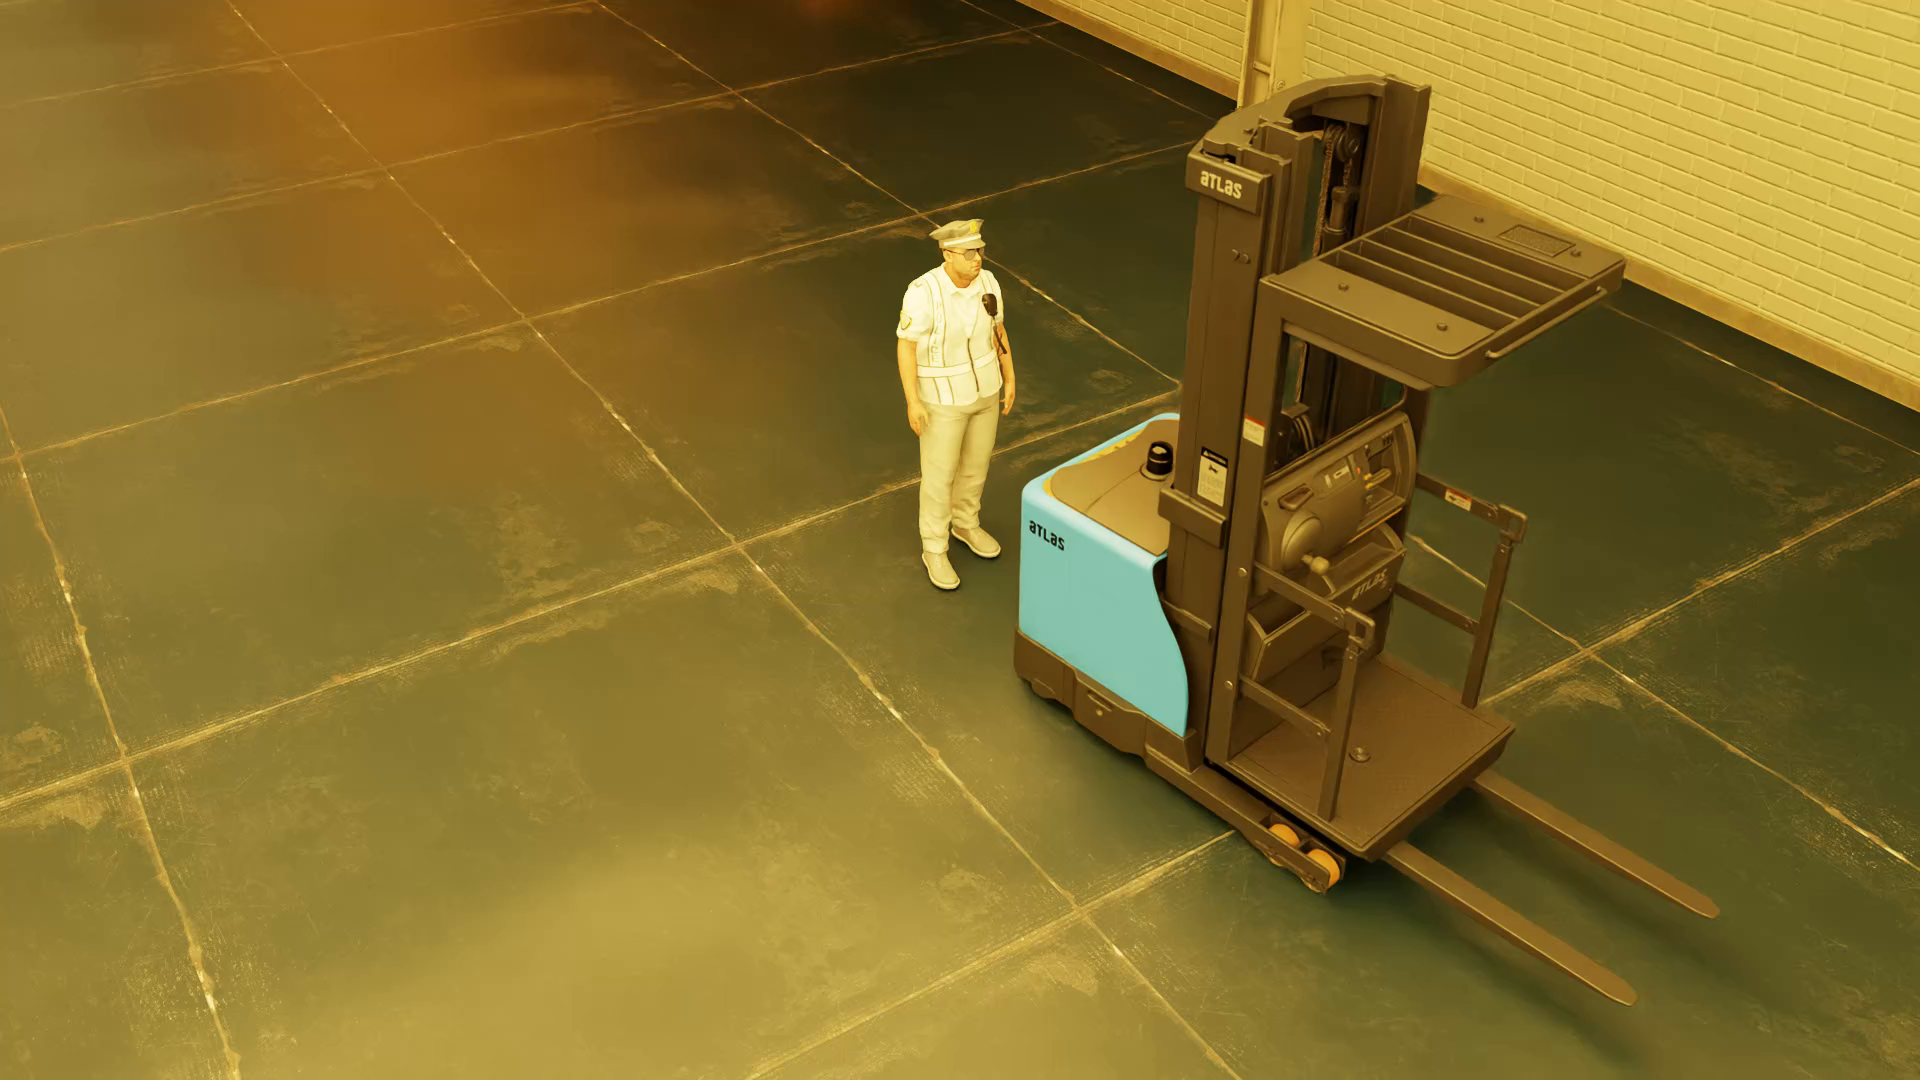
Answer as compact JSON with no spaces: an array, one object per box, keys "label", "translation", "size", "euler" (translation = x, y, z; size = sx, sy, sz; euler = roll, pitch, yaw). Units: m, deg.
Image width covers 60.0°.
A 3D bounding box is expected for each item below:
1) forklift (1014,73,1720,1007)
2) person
[{"label":"forklift","translation":[1.618,-0.122,6.321],"size":[1.130,2.935,3.031],"euler":[-28,44,-34]},{"label":"person","translation":[0.032,-0.694,8.122],"size":[0.640,1.781,0.575],"euler":[-21,40,-27]}]
